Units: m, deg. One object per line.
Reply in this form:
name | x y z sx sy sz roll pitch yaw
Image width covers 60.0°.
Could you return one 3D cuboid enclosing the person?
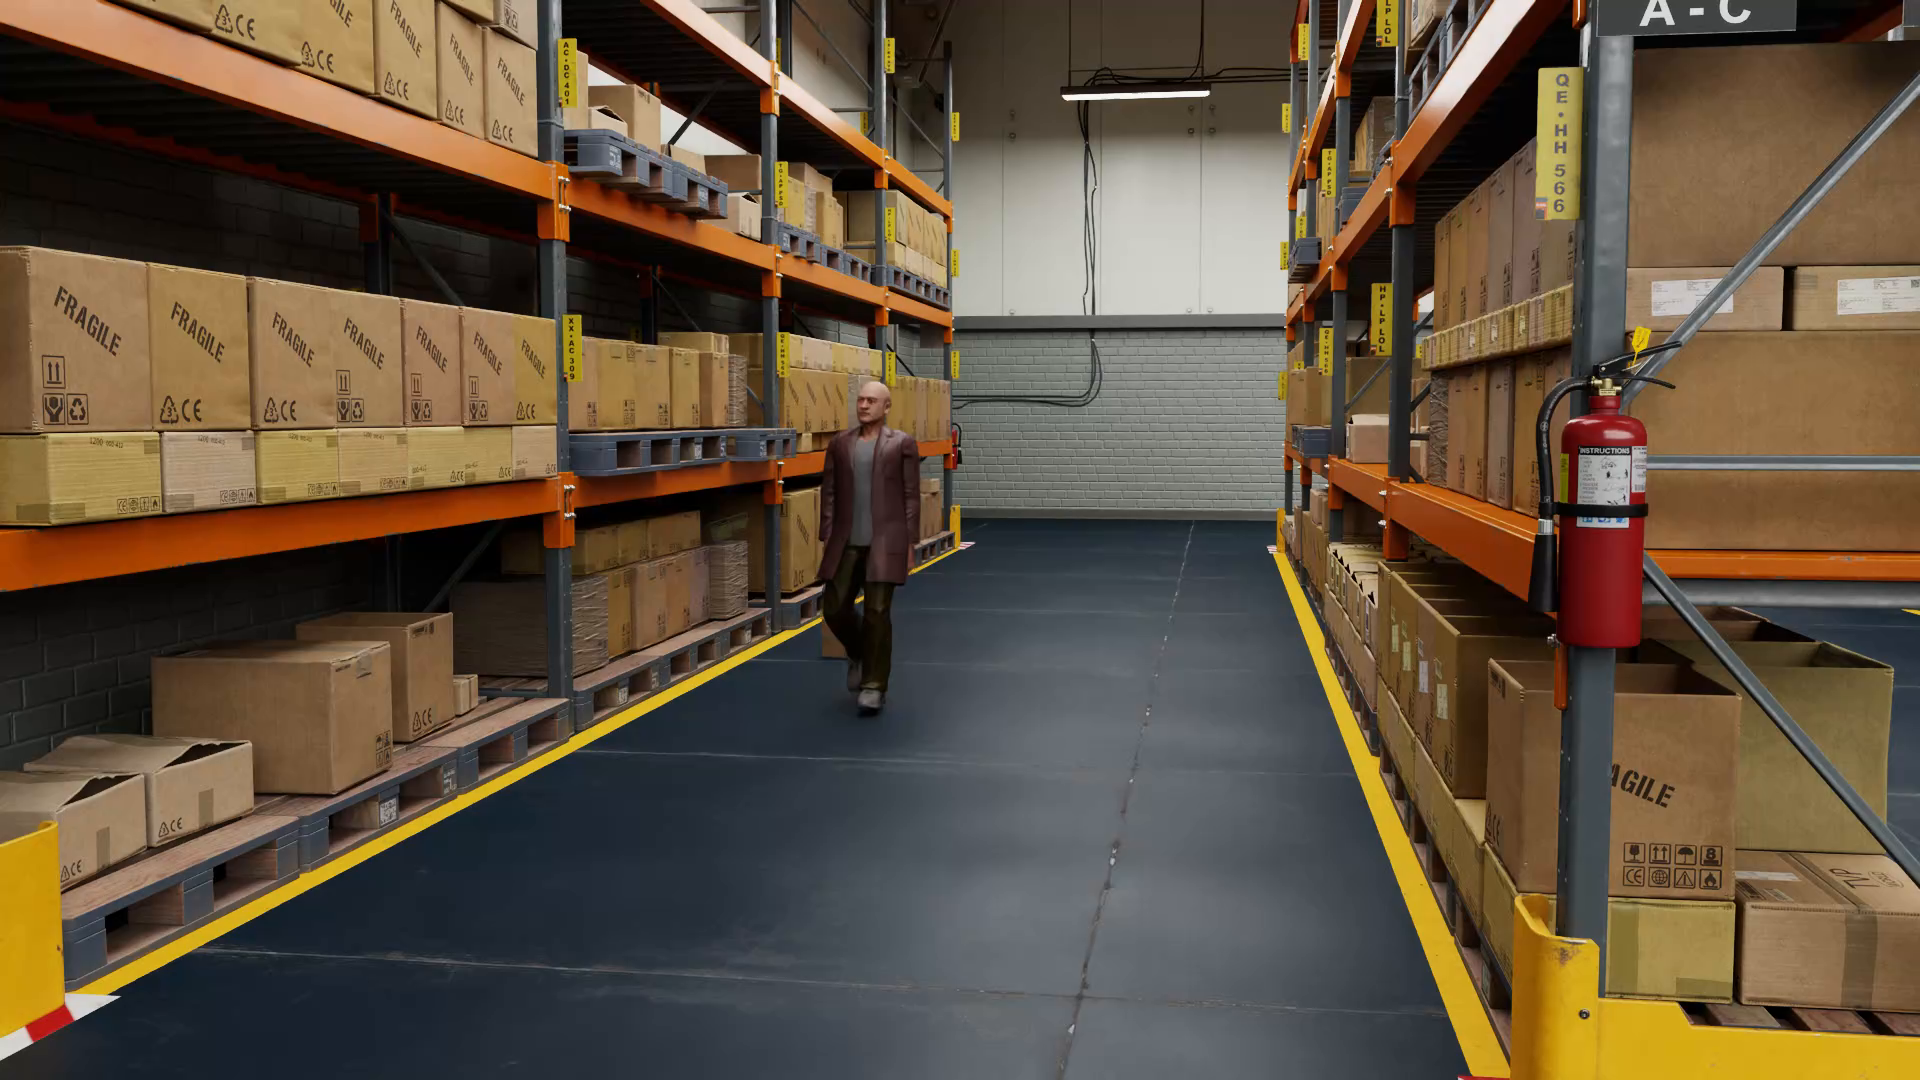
person | -0.495 0.014 9.121 0.576 1.761 0.686 1 4 13
